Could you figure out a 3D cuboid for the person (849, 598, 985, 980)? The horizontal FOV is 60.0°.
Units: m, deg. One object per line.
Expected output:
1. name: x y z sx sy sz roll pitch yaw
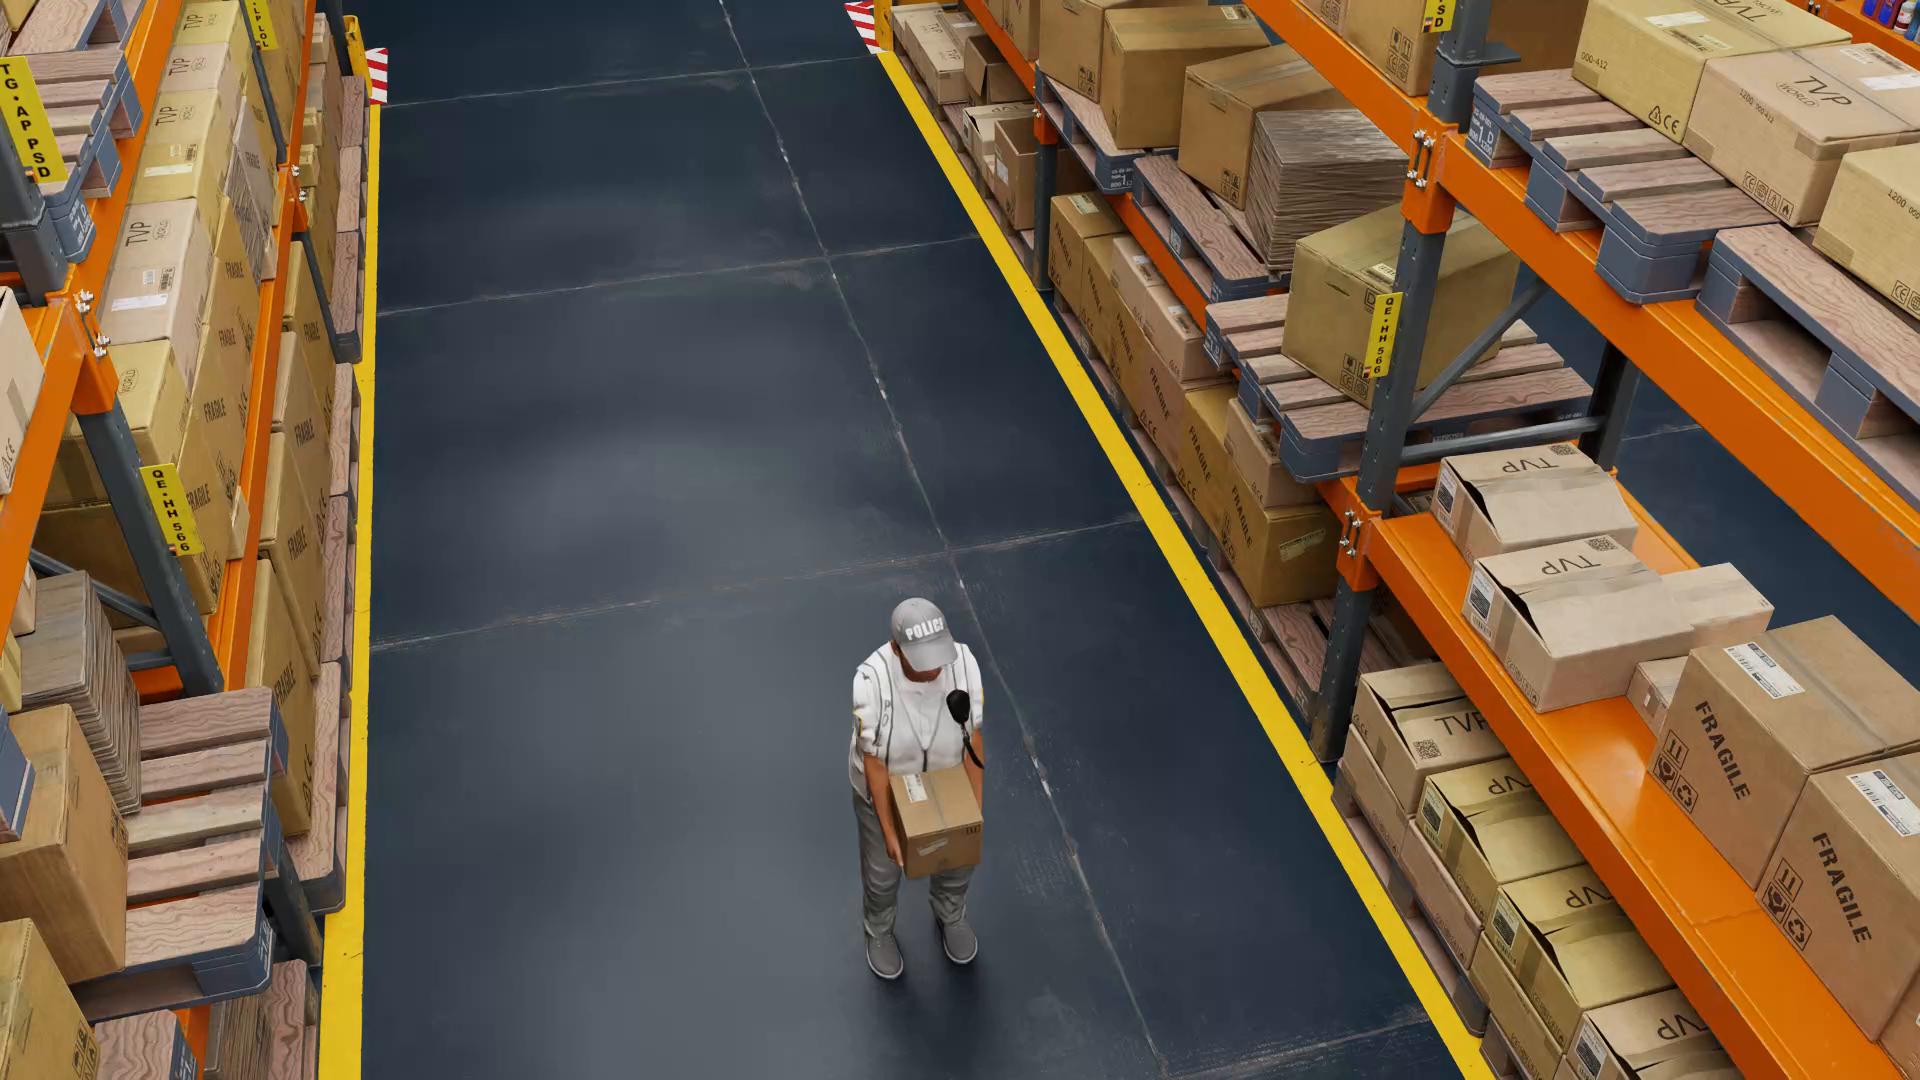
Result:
1. person: -0.130 0.869 5.628 0.452 1.660 0.560 -10 40 -13
